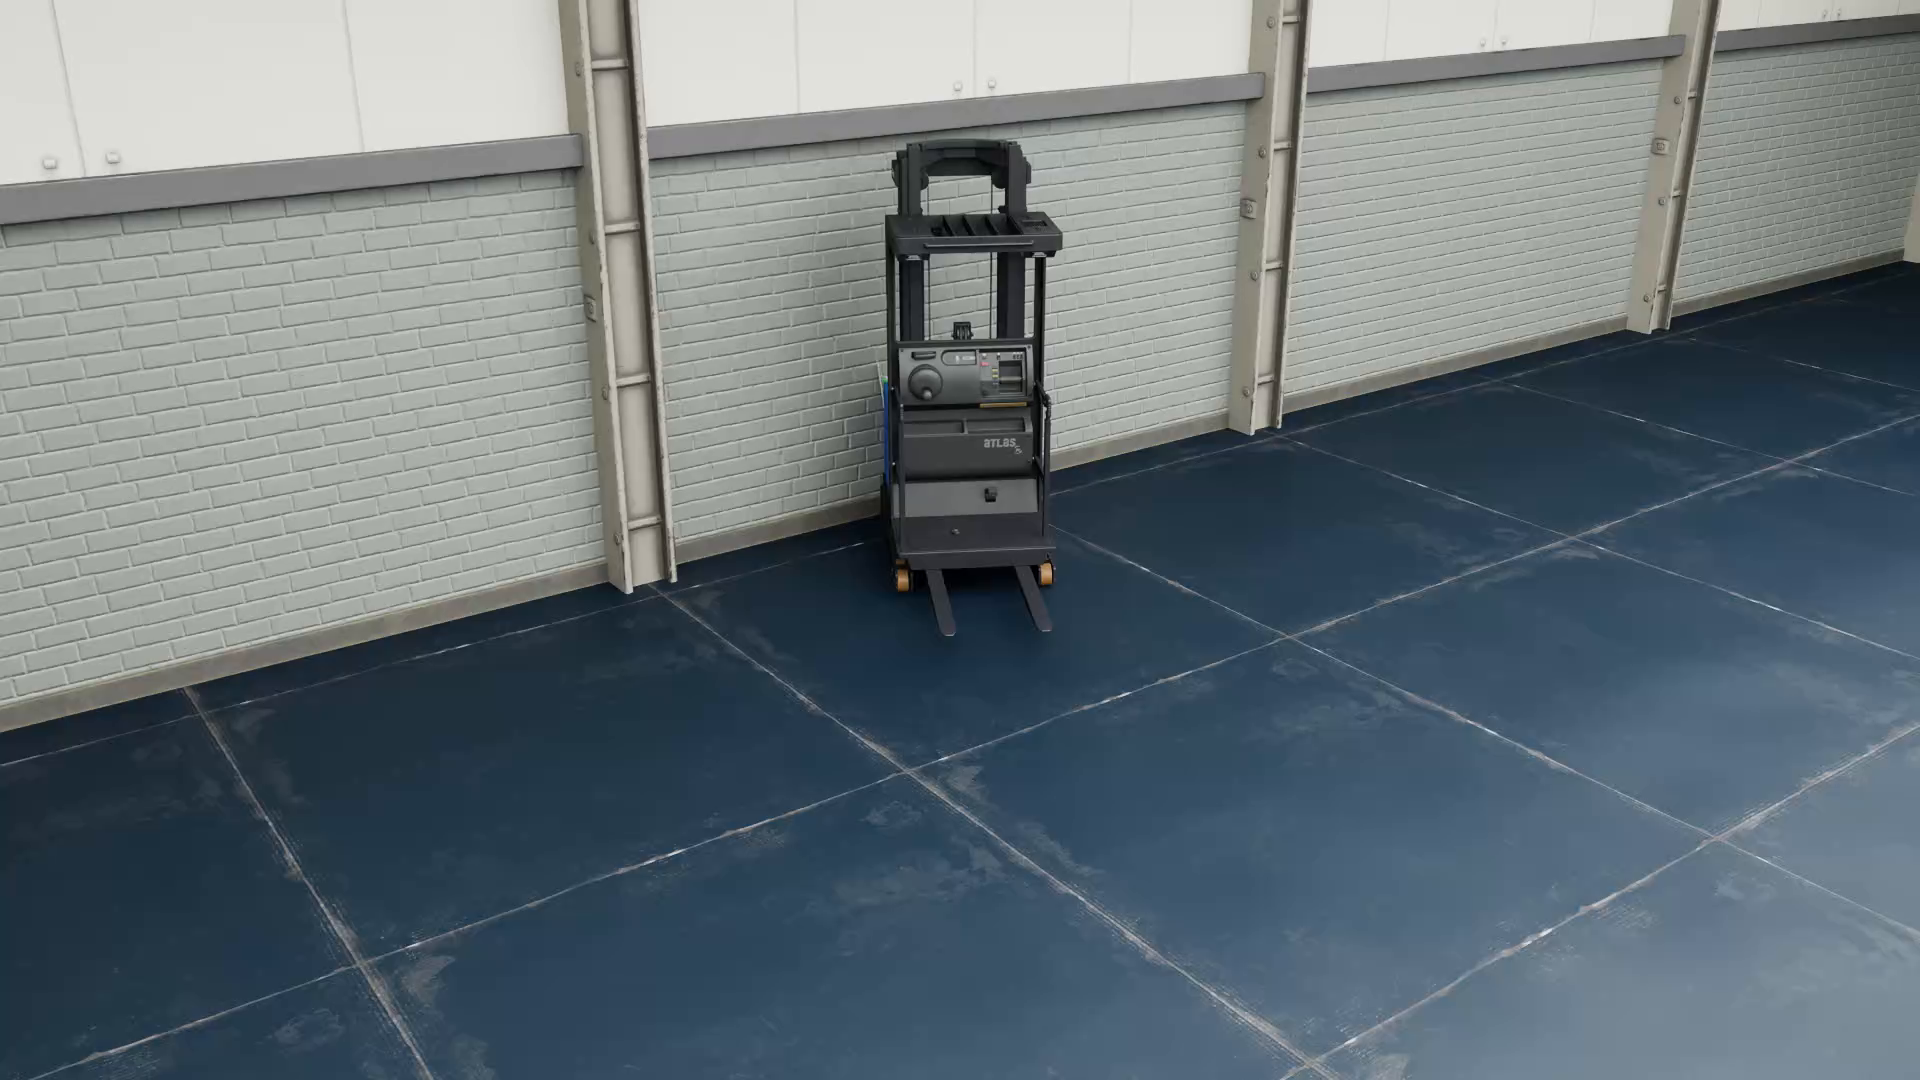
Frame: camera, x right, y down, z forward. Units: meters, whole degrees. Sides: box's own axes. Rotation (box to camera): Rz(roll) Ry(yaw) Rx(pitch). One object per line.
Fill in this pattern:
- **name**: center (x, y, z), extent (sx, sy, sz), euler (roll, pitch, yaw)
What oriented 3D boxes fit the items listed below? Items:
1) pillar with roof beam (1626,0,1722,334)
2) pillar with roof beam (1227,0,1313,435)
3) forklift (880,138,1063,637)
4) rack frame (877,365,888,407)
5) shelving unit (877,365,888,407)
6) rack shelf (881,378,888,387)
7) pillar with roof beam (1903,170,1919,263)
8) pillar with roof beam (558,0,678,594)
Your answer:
- **pillar with roof beam**: center (10.023, -5.199, 13.282), extent (0.400, 9.000, 9.100), euler (-15, 26, -33)
- **pillar with roof beam**: center (5.153, -3.900, 10.028), extent (0.400, 9.000, 9.100), euler (-15, 26, -33)
- **forklift**: center (0.068, -1.132, 11.278), extent (1.130, 2.935, 3.031), euler (-2, 22, -6)
- **rack frame**: center (-0.471, -0.740, 12.630), extent (0.015, 1.200, 0.240), euler (-23, 28, -30)
- **shelving unit**: center (-0.276, -0.821, 12.753), extent (0.503, 1.200, 0.258), euler (-23, 28, -30)
- **rack shelf**: center (-0.328, -1.198, 12.586), extent (0.480, 0.148, 0.258), euler (-23, 28, -30)
- **pillar with roof beam**: center (14.894, -6.497, 16.537), extent (0.400, 9.000, 9.100), euler (-15, 26, -33)
- **pillar with roof beam**: center (0.282, -2.601, 6.773), extent (0.400, 9.000, 9.100), euler (-15, 26, -33)
